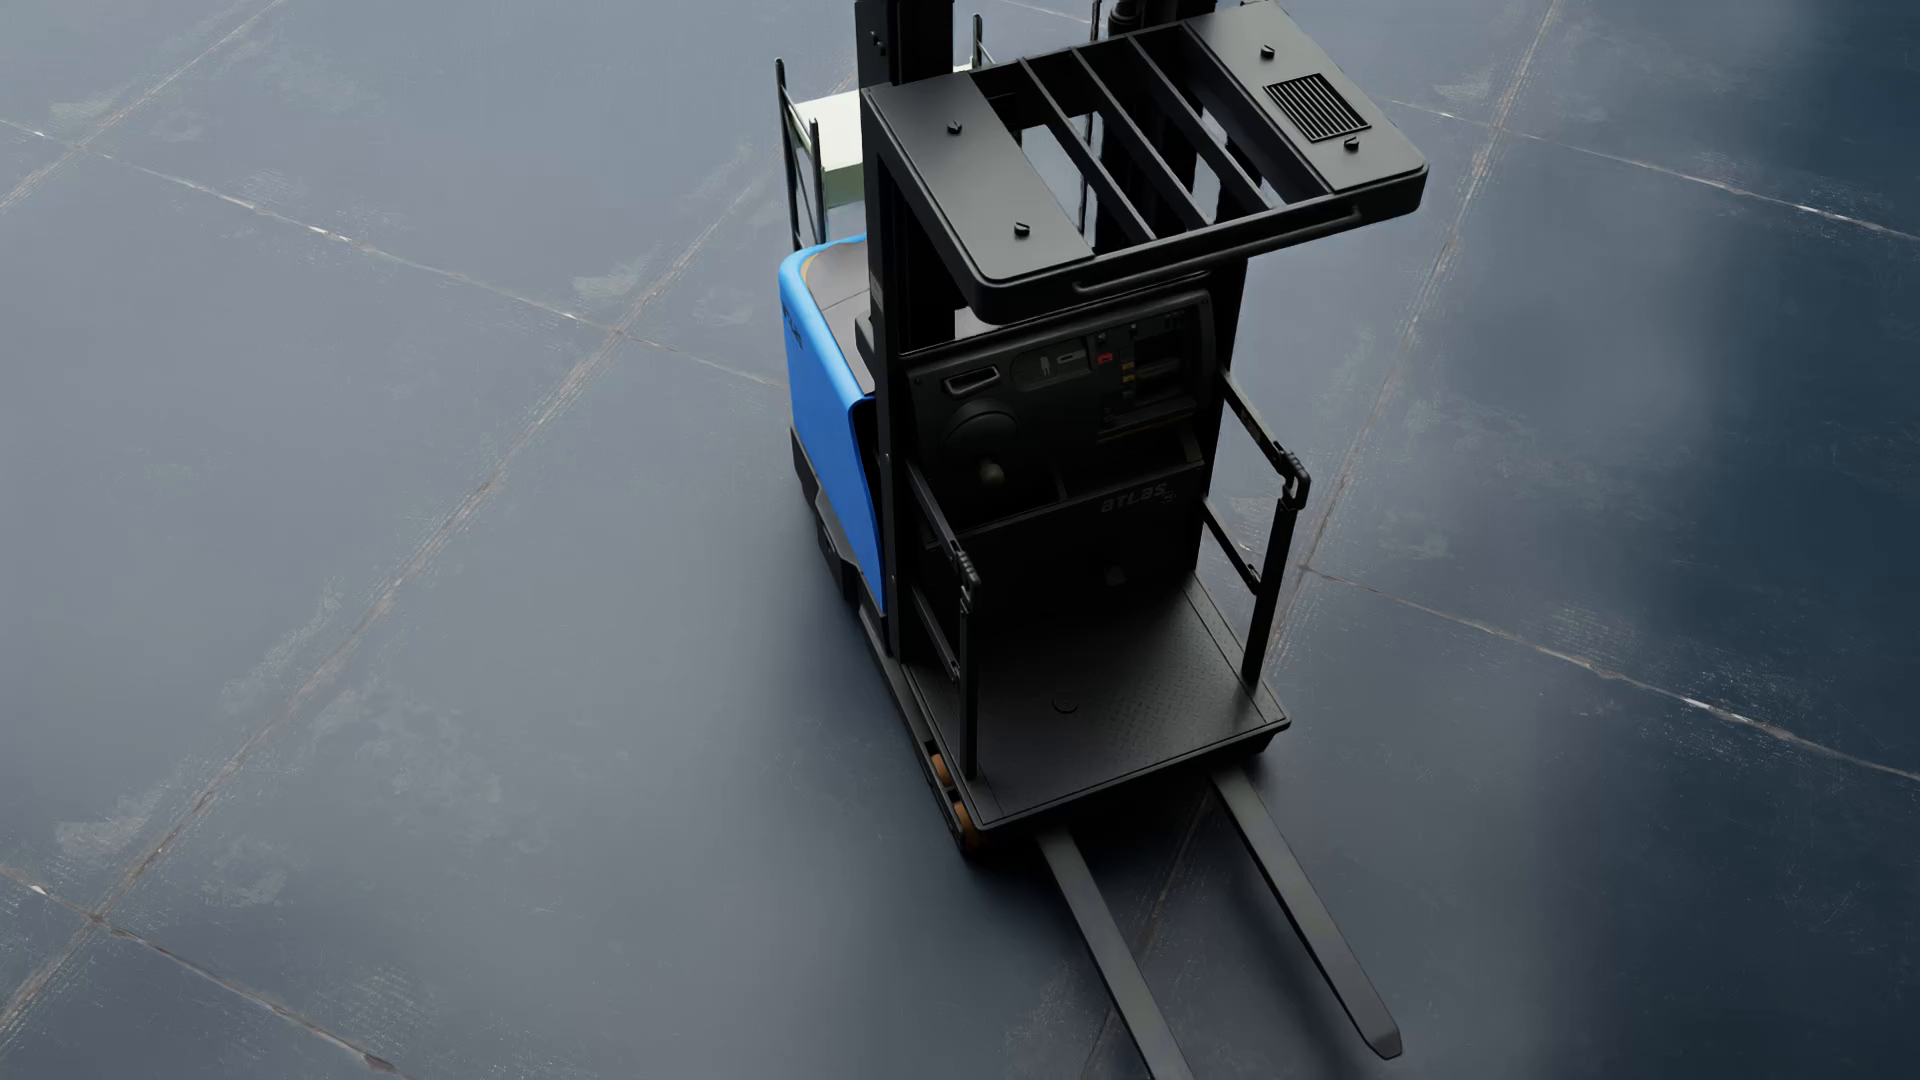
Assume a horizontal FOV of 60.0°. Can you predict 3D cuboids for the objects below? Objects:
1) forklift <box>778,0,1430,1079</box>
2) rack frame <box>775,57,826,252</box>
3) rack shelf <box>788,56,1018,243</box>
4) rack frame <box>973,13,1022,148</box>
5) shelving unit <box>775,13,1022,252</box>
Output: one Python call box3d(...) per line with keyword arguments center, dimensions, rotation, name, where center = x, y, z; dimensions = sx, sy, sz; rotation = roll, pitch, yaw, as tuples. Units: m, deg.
box3d(center=(0.383, -0.324, 4.601), dimensions=(1.130, 2.935, 3.031), rotation=(-17, 52, -14), name="forklift")
box3d(center=(-0.549, -1.020, 6.133), dimensions=(0.023, 1.500, 0.400), rotation=(-17, 52, -14), name="rack frame")
box3d(center=(-0.209, -1.377, 5.925), dimensions=(0.720, 0.370, 0.431), rotation=(-17, 52, -14), name="rack shelf")
box3d(center=(0.130, -1.229, 6.311), dimensions=(0.023, 1.500, 0.400), rotation=(-17, 52, -14), name="rack frame")
box3d(center=(-0.209, -1.125, 6.222), dimensions=(0.755, 1.500, 0.431), rotation=(-17, 52, -14), name="shelving unit")
